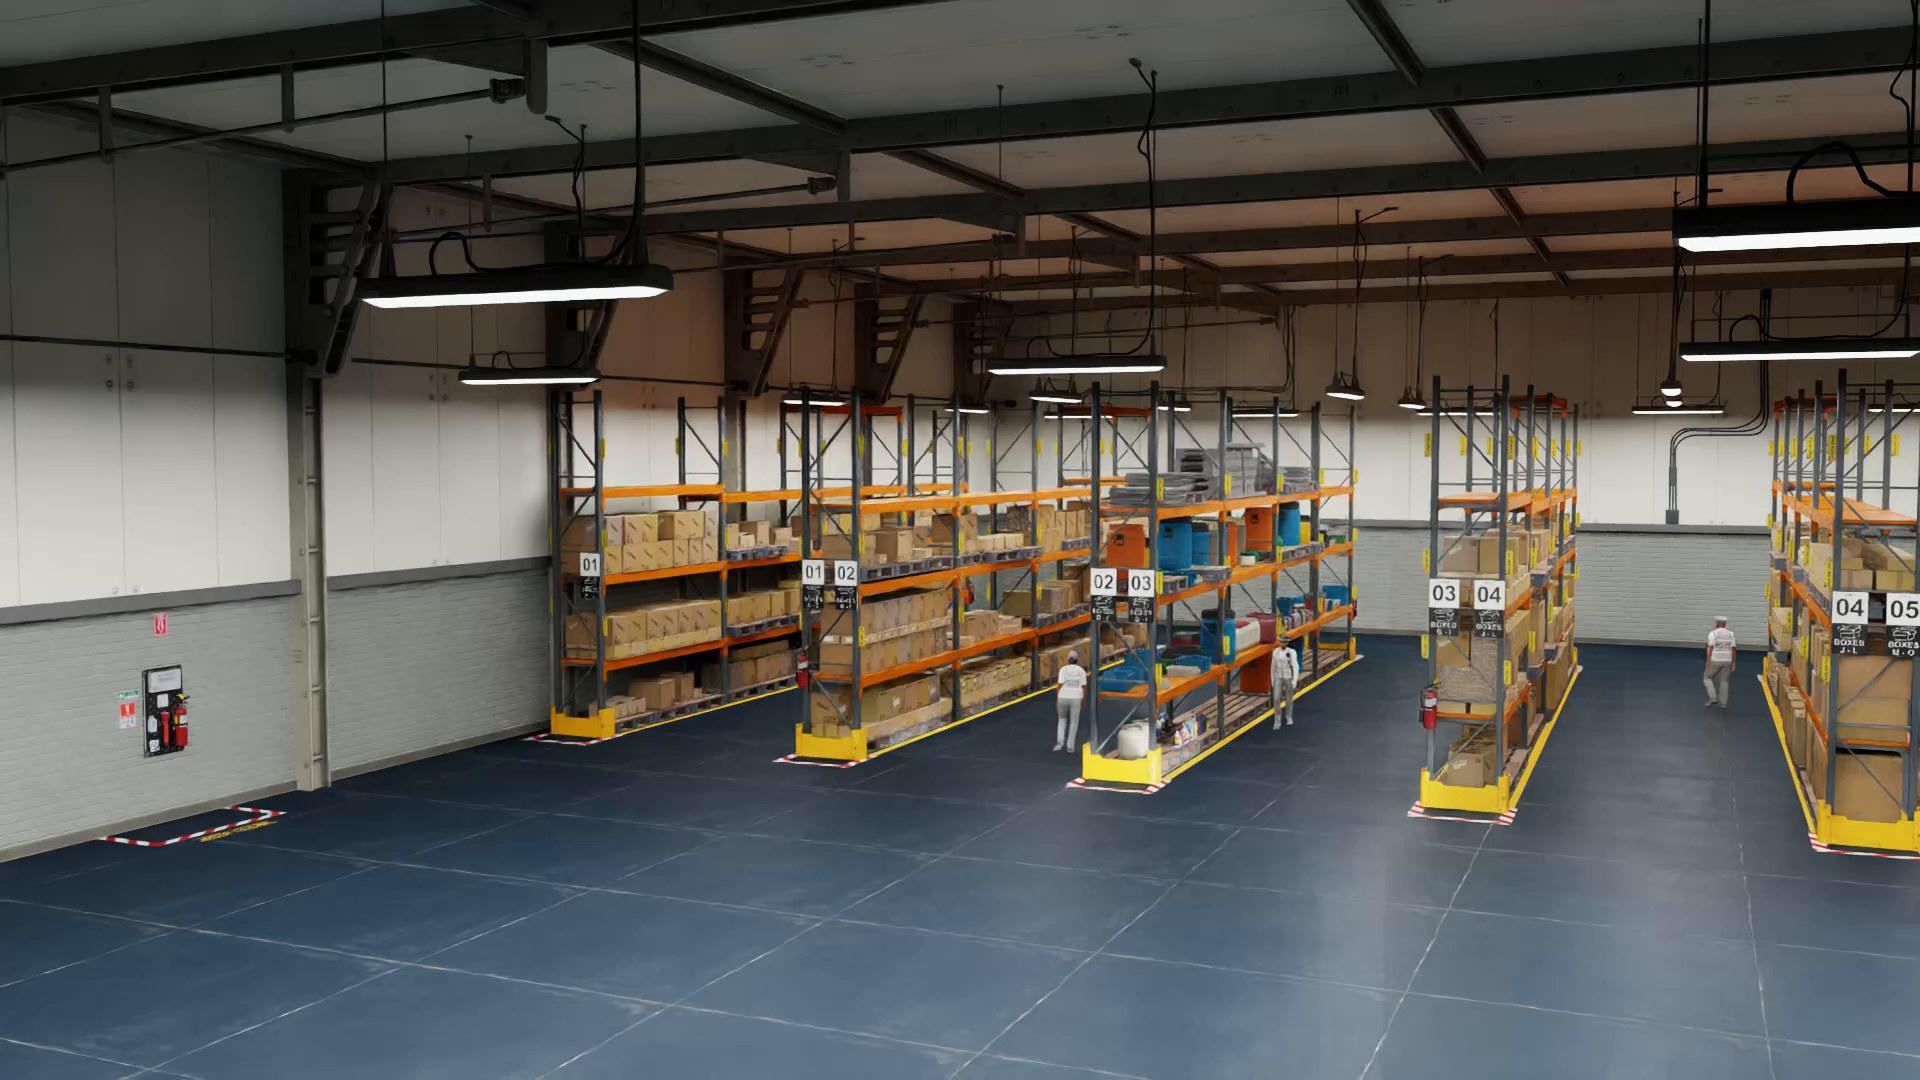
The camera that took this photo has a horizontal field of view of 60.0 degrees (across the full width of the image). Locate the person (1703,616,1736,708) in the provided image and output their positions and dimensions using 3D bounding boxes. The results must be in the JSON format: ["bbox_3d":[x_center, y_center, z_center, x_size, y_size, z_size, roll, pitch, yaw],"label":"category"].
[{"bbox_3d":[14.659,2.368,32.073,0.576,1.805,0.410,0,3,-1],"label":"person"}]

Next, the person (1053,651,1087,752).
[{"bbox_3d":[1.804,2.666,27.341,0.554,1.689,0.479,1,3,15],"label":"person"}]

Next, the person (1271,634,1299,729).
[{"bbox_3d":[5.831,2.532,29.874,0.530,1.692,0.626,1,3,24],"label":"person"}]
